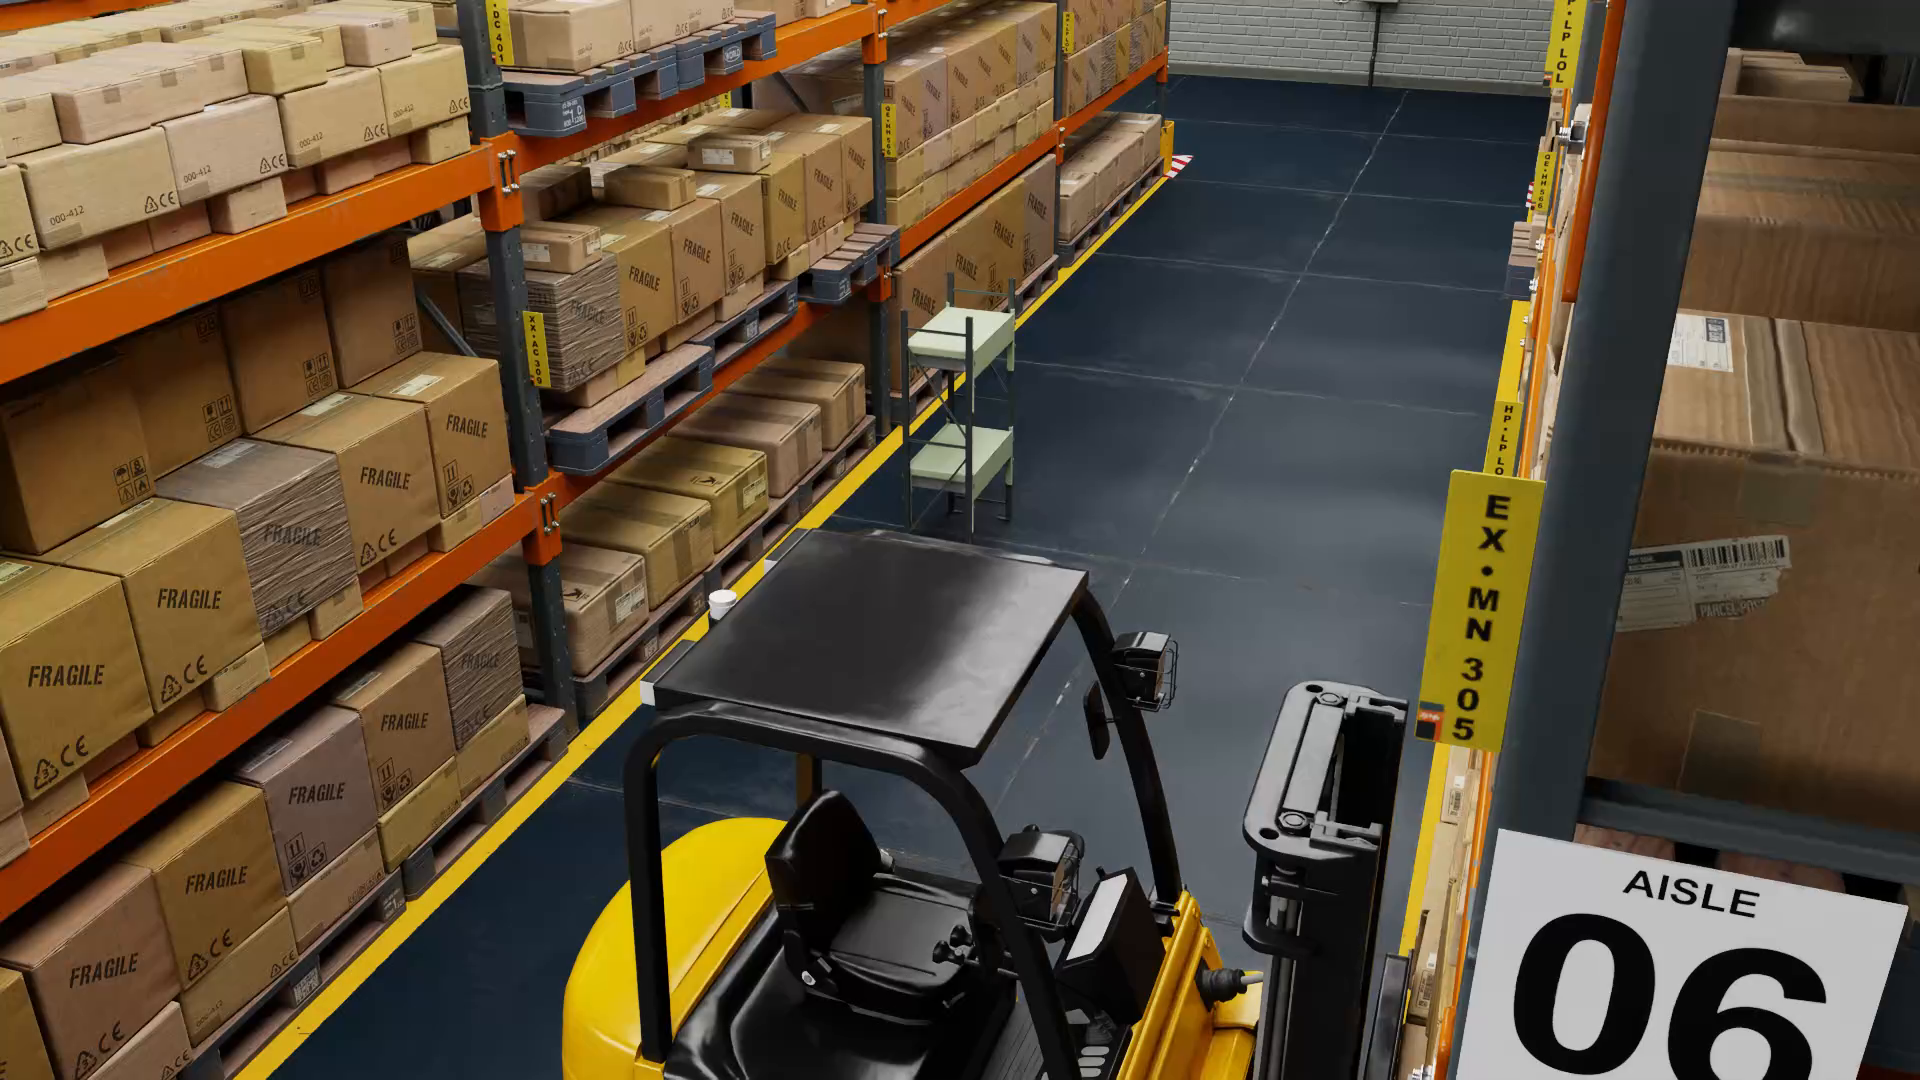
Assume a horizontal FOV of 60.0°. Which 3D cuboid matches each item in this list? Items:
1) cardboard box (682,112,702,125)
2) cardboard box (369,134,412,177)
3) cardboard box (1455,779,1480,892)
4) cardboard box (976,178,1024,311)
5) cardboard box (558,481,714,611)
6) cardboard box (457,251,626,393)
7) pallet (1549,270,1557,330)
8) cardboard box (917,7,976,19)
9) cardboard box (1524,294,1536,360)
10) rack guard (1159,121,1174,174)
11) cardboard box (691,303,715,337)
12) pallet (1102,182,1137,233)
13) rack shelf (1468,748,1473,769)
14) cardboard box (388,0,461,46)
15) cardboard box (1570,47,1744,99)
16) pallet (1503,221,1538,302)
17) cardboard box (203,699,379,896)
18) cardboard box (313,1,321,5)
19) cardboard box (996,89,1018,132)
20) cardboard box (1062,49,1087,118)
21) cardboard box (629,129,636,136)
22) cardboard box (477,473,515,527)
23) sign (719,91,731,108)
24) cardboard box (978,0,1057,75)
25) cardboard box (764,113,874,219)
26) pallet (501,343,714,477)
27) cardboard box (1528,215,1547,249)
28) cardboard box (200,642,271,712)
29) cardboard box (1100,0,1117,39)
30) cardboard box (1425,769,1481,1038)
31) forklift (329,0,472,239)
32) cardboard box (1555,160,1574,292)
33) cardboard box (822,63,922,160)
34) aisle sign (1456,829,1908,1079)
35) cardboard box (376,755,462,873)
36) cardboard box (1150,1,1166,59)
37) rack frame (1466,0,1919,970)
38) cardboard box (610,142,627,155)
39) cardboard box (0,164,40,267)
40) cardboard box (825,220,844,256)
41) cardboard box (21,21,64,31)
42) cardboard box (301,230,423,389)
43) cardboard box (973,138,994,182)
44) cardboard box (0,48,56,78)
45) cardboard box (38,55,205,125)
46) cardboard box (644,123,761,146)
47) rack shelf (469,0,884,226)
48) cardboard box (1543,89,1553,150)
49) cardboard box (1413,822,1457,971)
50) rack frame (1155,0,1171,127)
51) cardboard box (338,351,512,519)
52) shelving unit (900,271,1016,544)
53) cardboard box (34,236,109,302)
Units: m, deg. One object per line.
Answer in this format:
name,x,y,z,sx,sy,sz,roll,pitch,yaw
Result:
cardboard box,-3.075,-4.659,18.378,0.380,0.149,0.250,8,27,15
cardboard box,-2.274,-1.456,6.161,0.380,0.149,0.250,9,27,18
cardboard box,1.312,0.691,3.680,0.380,0.149,0.250,9,27,18
cardboard box,-0.051,-2.365,13.149,0.875,0.875,0.875,10,27,19
cardboard box,-1.881,-0.002,8.845,0.950,0.372,0.625,11,28,21
cardboard box,-1.863,-1.002,7.440,0.500,0.500,0.500,9,27,19
pallet,2.133,-0.721,4.457,1.003,0.211,1.213,9,27,17
cardboard box,-0.188,-3.914,13.129,0.500,0.500,0.500,9,27,17
cardboard box,2.987,-1.002,7.975,0.500,0.250,0.500,8,27,16
rack guard,1.712,-4.300,18.057,1.175,0.500,0.348,9,27,17
cardboard box,-1.485,-1.171,8.532,0.380,0.149,0.250,9,27,18
pallet,1.104,-3.320,16.365,1.003,0.211,1.213,9,27,17
rack shelf,1.727,1.380,4.282,1.077,0.370,4.000,9,27,17
cardboard box,-2.232,-2.216,7.133,0.500,0.250,0.500,8,27,16
cardboard box,2.404,-1.642,5.763,0.500,0.311,0.500,8,27,16
pallet,3.883,-1.611,9.856,1.213,0.211,1.003,9,27,17
cardboard box,-2.569,0.929,6.203,0.500,0.500,0.500,10,28,20
cardboard box,-7.703,-6.232,19.467,0.380,0.149,0.250,9,27,18
cardboard box,0.129,-3.292,12.705,0.500,0.250,0.500,9,27,19
cardboard box,0.776,-3.971,14.395,0.500,0.500,0.500,10,27,19
cardboard box,-3.594,-4.275,17.245,0.380,0.149,0.250,8,27,15
cardboard box,-2.109,-0.194,6.997,0.380,0.149,0.250,8,27,17
sign,-1.483,-2.728,10.613,0.100,0.325,0.005,9,27,17
cardboard box,0.461,-4.046,13.402,0.500,0.500,0.500,10,27,19
cardboard box,-0.847,-2.268,10.054,0.500,0.500,0.500,8,27,16
pallet,-1.898,-0.690,7.953,1.003,0.211,1.213,9,27,17
cardboard box,3.581,-1.811,9.854,0.380,0.149,0.250,9,27,18
cardboard box,-2.609,0.436,5.696,0.380,0.149,0.250,9,27,18
cardboard box,1.115,-4.842,15.047,0.500,0.500,0.500,9,27,18
cardboard box,1.486,0.963,4.205,0.500,0.500,0.500,9,27,18
forklift,-3.345,-1.575,9.640,1.130,2.935,3.031,10,27,19
cardboard box,1.612,-0.723,3.916,0.396,0.266,0.258,8,27,16
cardboard box,-0.563,-2.790,10.807,0.500,0.500,0.500,8,27,16
aisle sign,0.763,0.693,1.894,0.394,0.787,0.004,9,27,17
cardboard box,-2.400,1.067,6.777,0.500,0.250,0.500,8,27,16
cardboard box,1.793,-5.223,16.981,0.500,0.500,0.500,9,27,18
rack frame,1.062,-0.822,1.121,1.000,3.000,0.127,9,27,17
cardboard box,-3.653,-4.032,17.084,0.380,0.149,0.250,10,28,20
cardboard box,-2.876,-0.846,4.443,0.500,0.250,0.500,10,27,19
cardboard box,-0.908,-1.804,9.840,0.380,0.149,0.250,9,27,17
cardboard box,-9.042,-4.819,16.146,0.500,0.500,0.500,10,27,19
cardboard box,-2.640,-0.963,6.693,0.700,0.500,0.500,8,27,17
cardboard box,-0.063,-2.856,12.379,0.500,0.250,0.500,9,27,17
cardboard box,-3.084,-1.454,5.242,0.380,0.149,0.250,8,27,17
cardboard box,-2.557,-1.375,5.078,0.380,0.149,0.250,9,27,18
cardboard box,-1.493,-2.129,9.766,0.500,0.500,0.500,10,28,20
rack shelf,-1.624,-2.332,8.507,1.077,0.370,4.000,9,27,17
cardboard box,4.683,-3.120,12.156,0.700,0.500,0.500,9,27,19
cardboard box,1.756,1.195,5.365,0.500,0.250,0.500,9,27,18
rack frame,1.704,-5.415,17.492,1.000,3.000,0.127,9,27,17
cardboard box,-2.203,-0.444,6.768,0.500,0.500,0.500,8,27,16
shelving unit,-0.002,-0.672,9.417,0.431,1.500,0.755,9,27,17
cardboard box,-2.728,-0.812,4.831,0.380,0.149,0.250,8,27,16
